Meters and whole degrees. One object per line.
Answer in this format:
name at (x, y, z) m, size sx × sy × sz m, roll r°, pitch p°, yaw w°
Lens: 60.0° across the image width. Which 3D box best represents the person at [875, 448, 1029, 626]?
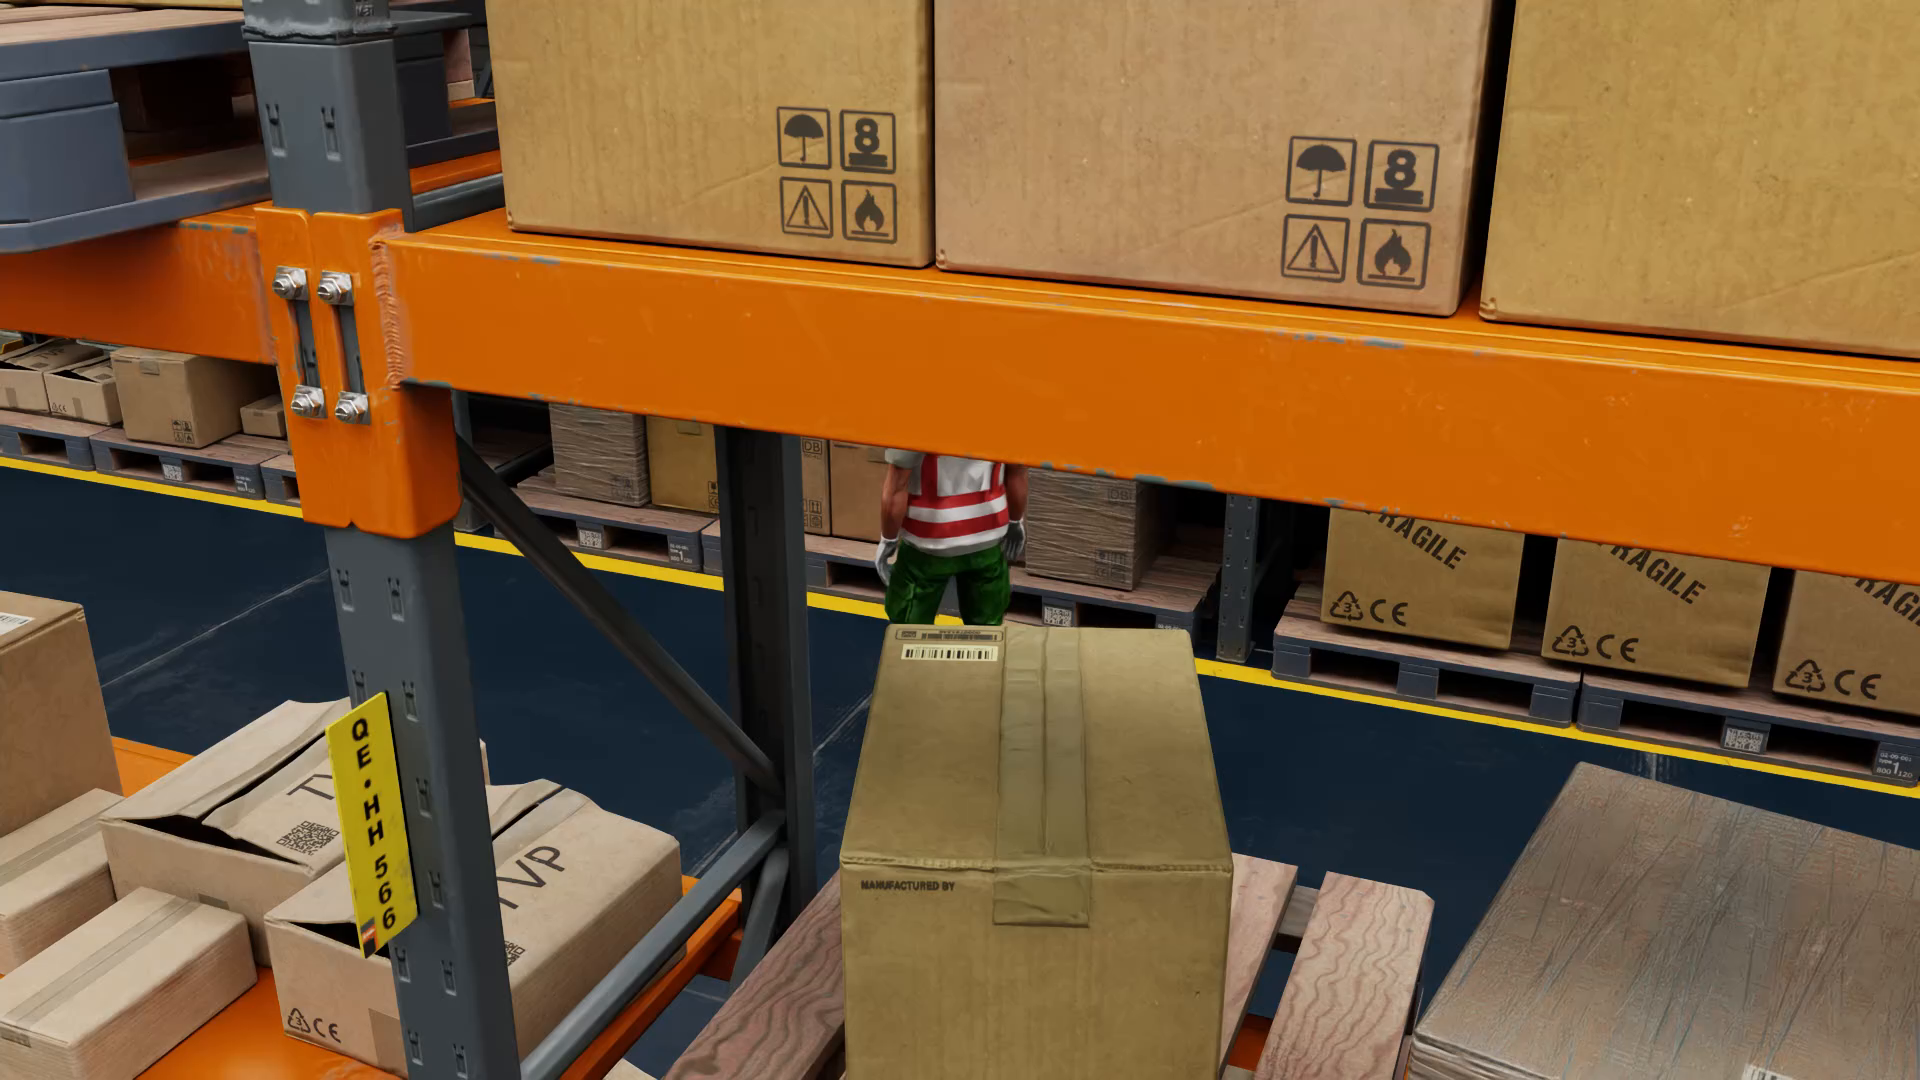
person at (-0.045, 0.001, 6.060) m, size 0.645 × 1.805 × 0.412 m, roll -9°, pitch 24°, yaw -21°
